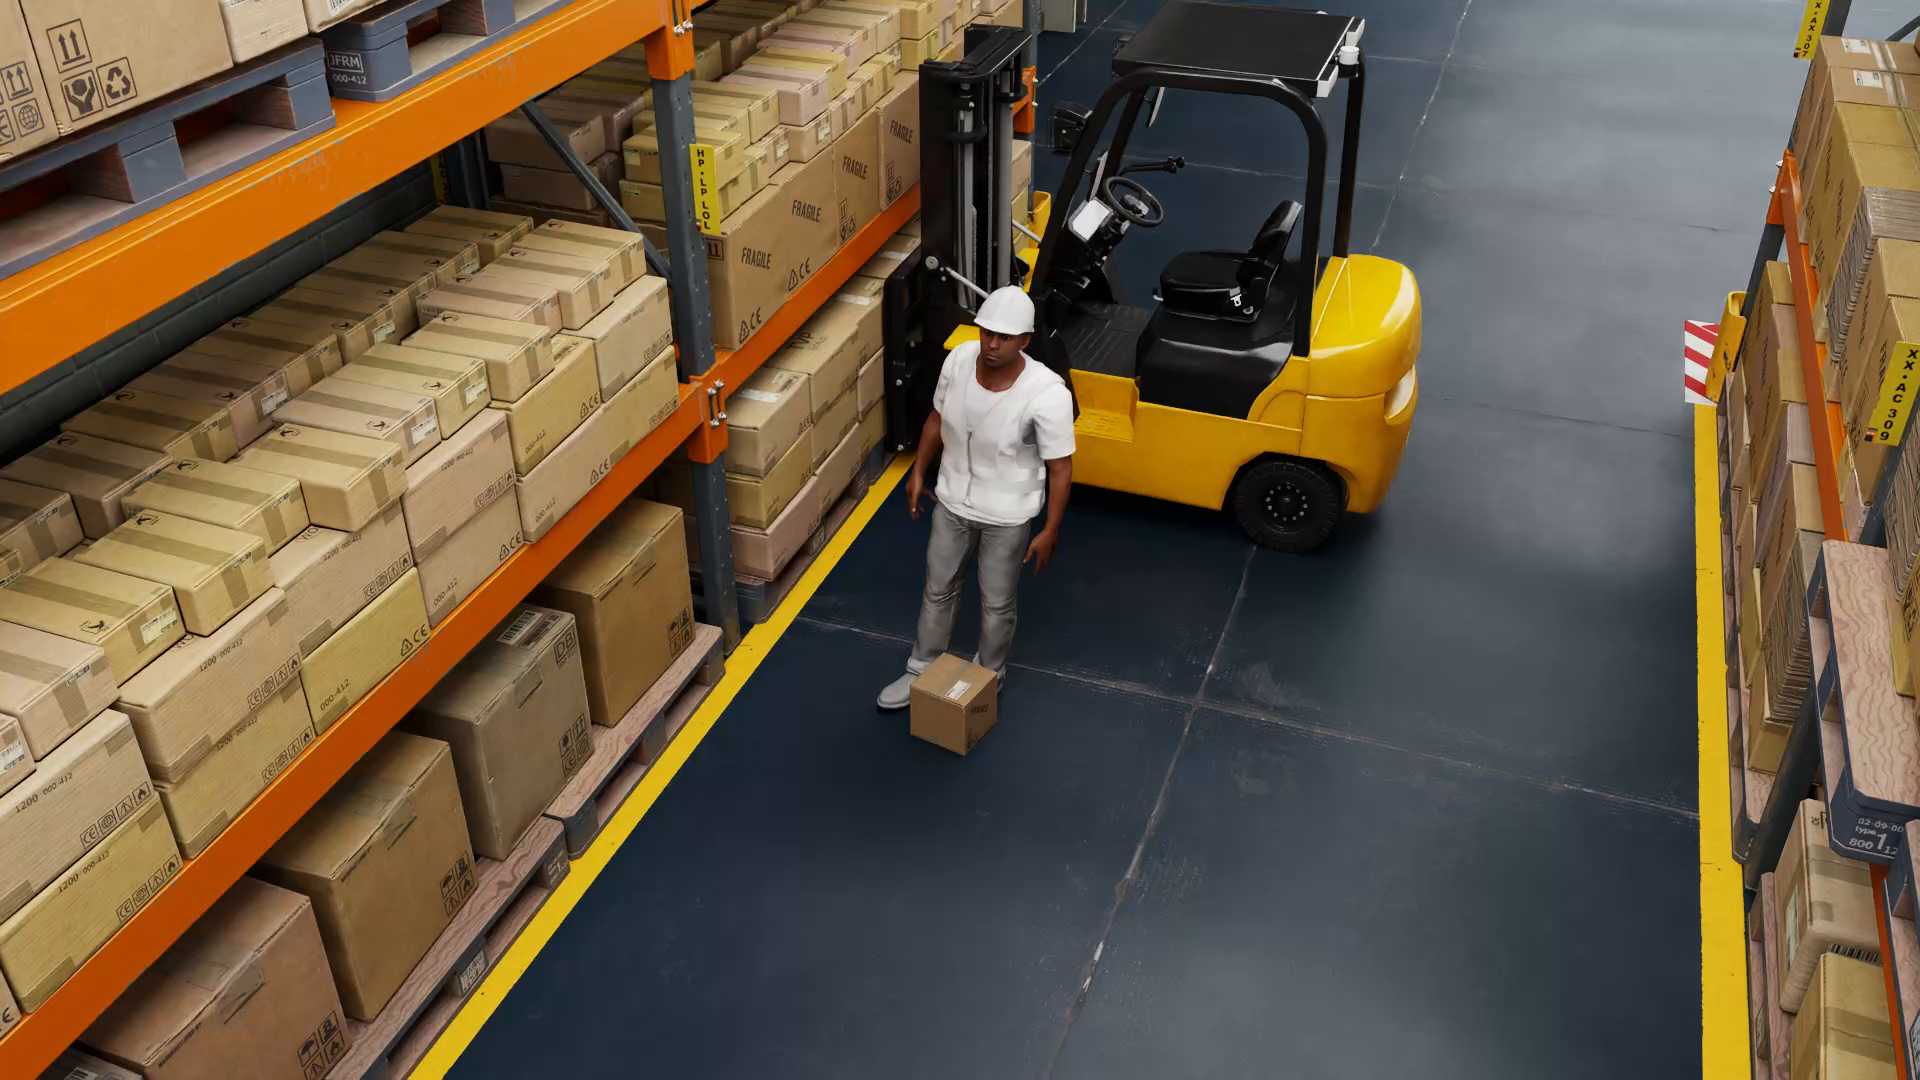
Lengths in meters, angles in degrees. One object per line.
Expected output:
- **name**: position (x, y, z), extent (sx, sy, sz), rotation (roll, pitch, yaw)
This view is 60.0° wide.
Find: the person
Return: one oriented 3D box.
- **person**: position (0.061, -0.100, 6.256), extent (0.666, 1.766, 0.576), rotation (20, 38, 27)
